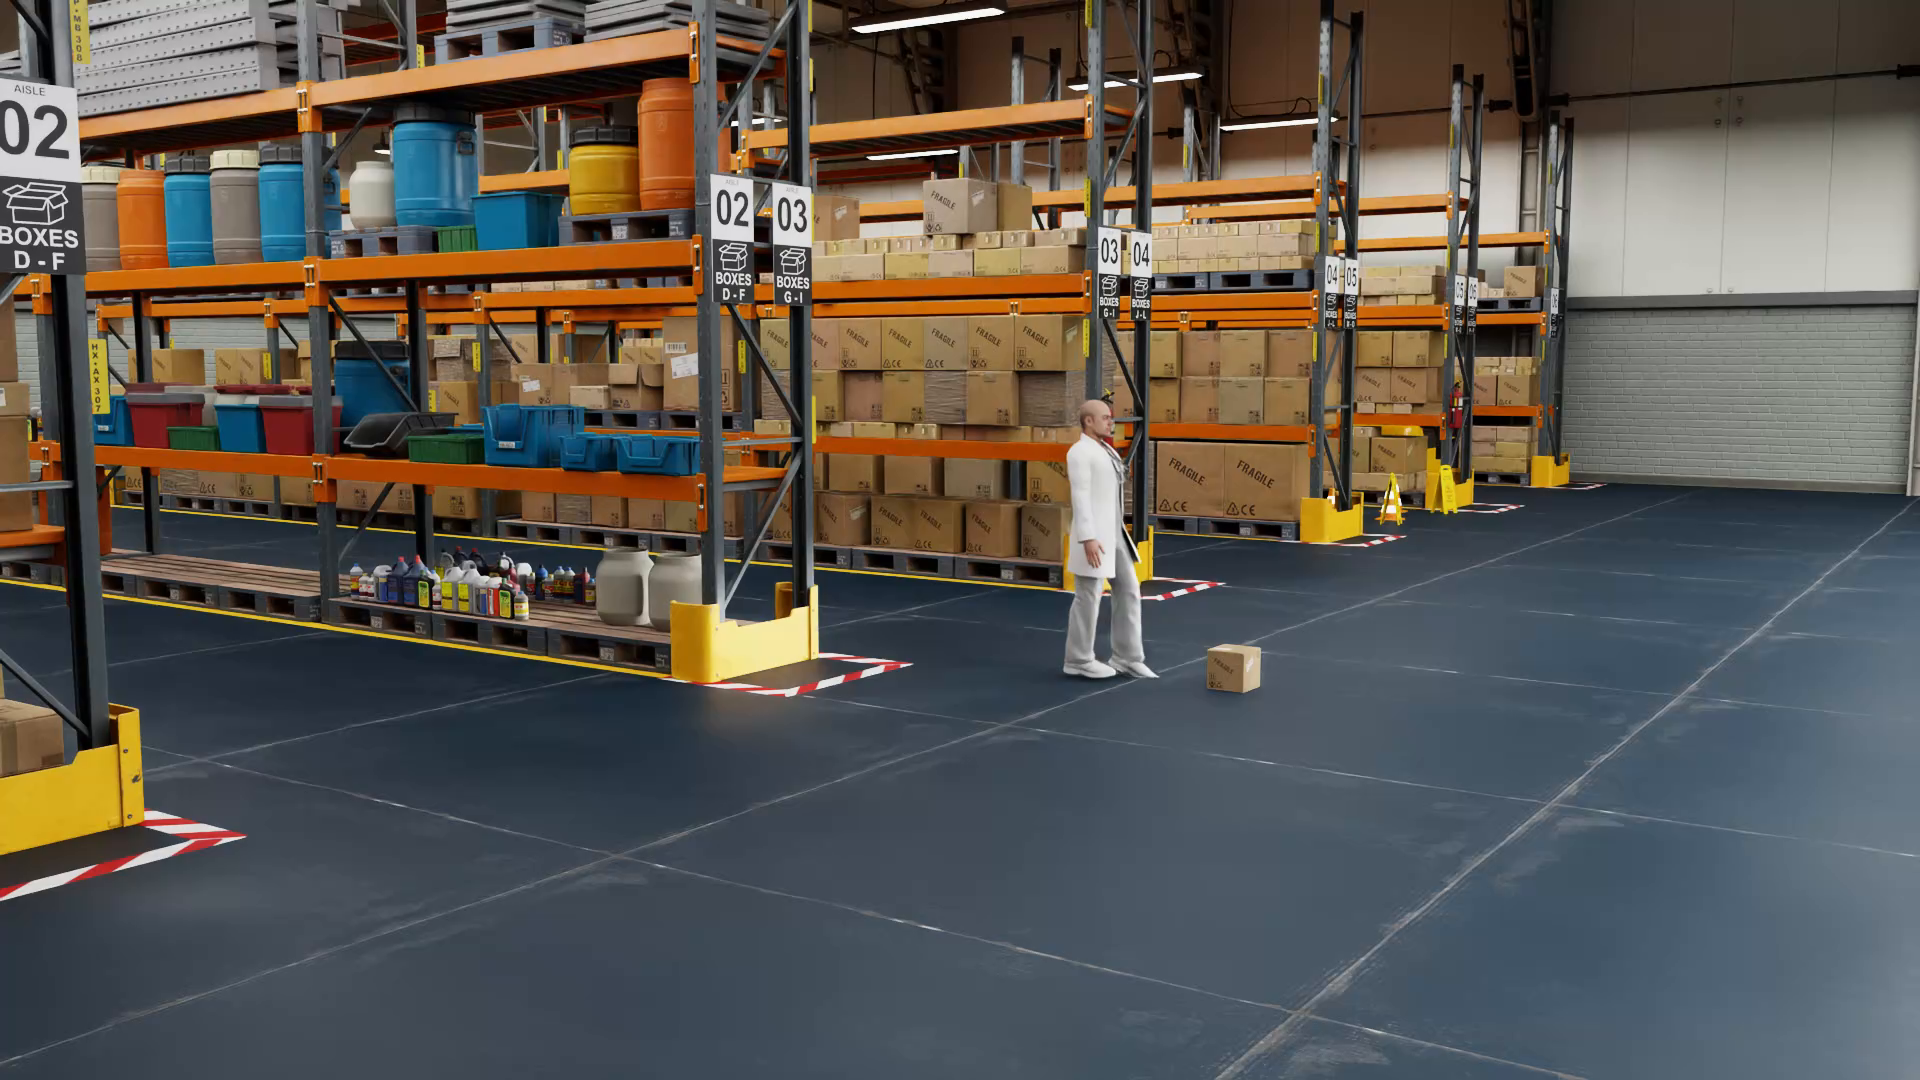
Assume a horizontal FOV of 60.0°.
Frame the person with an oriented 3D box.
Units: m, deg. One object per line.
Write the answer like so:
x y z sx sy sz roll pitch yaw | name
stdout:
0.961 0.030 10.659 0.592 1.848 0.613 3 7 28 | person
